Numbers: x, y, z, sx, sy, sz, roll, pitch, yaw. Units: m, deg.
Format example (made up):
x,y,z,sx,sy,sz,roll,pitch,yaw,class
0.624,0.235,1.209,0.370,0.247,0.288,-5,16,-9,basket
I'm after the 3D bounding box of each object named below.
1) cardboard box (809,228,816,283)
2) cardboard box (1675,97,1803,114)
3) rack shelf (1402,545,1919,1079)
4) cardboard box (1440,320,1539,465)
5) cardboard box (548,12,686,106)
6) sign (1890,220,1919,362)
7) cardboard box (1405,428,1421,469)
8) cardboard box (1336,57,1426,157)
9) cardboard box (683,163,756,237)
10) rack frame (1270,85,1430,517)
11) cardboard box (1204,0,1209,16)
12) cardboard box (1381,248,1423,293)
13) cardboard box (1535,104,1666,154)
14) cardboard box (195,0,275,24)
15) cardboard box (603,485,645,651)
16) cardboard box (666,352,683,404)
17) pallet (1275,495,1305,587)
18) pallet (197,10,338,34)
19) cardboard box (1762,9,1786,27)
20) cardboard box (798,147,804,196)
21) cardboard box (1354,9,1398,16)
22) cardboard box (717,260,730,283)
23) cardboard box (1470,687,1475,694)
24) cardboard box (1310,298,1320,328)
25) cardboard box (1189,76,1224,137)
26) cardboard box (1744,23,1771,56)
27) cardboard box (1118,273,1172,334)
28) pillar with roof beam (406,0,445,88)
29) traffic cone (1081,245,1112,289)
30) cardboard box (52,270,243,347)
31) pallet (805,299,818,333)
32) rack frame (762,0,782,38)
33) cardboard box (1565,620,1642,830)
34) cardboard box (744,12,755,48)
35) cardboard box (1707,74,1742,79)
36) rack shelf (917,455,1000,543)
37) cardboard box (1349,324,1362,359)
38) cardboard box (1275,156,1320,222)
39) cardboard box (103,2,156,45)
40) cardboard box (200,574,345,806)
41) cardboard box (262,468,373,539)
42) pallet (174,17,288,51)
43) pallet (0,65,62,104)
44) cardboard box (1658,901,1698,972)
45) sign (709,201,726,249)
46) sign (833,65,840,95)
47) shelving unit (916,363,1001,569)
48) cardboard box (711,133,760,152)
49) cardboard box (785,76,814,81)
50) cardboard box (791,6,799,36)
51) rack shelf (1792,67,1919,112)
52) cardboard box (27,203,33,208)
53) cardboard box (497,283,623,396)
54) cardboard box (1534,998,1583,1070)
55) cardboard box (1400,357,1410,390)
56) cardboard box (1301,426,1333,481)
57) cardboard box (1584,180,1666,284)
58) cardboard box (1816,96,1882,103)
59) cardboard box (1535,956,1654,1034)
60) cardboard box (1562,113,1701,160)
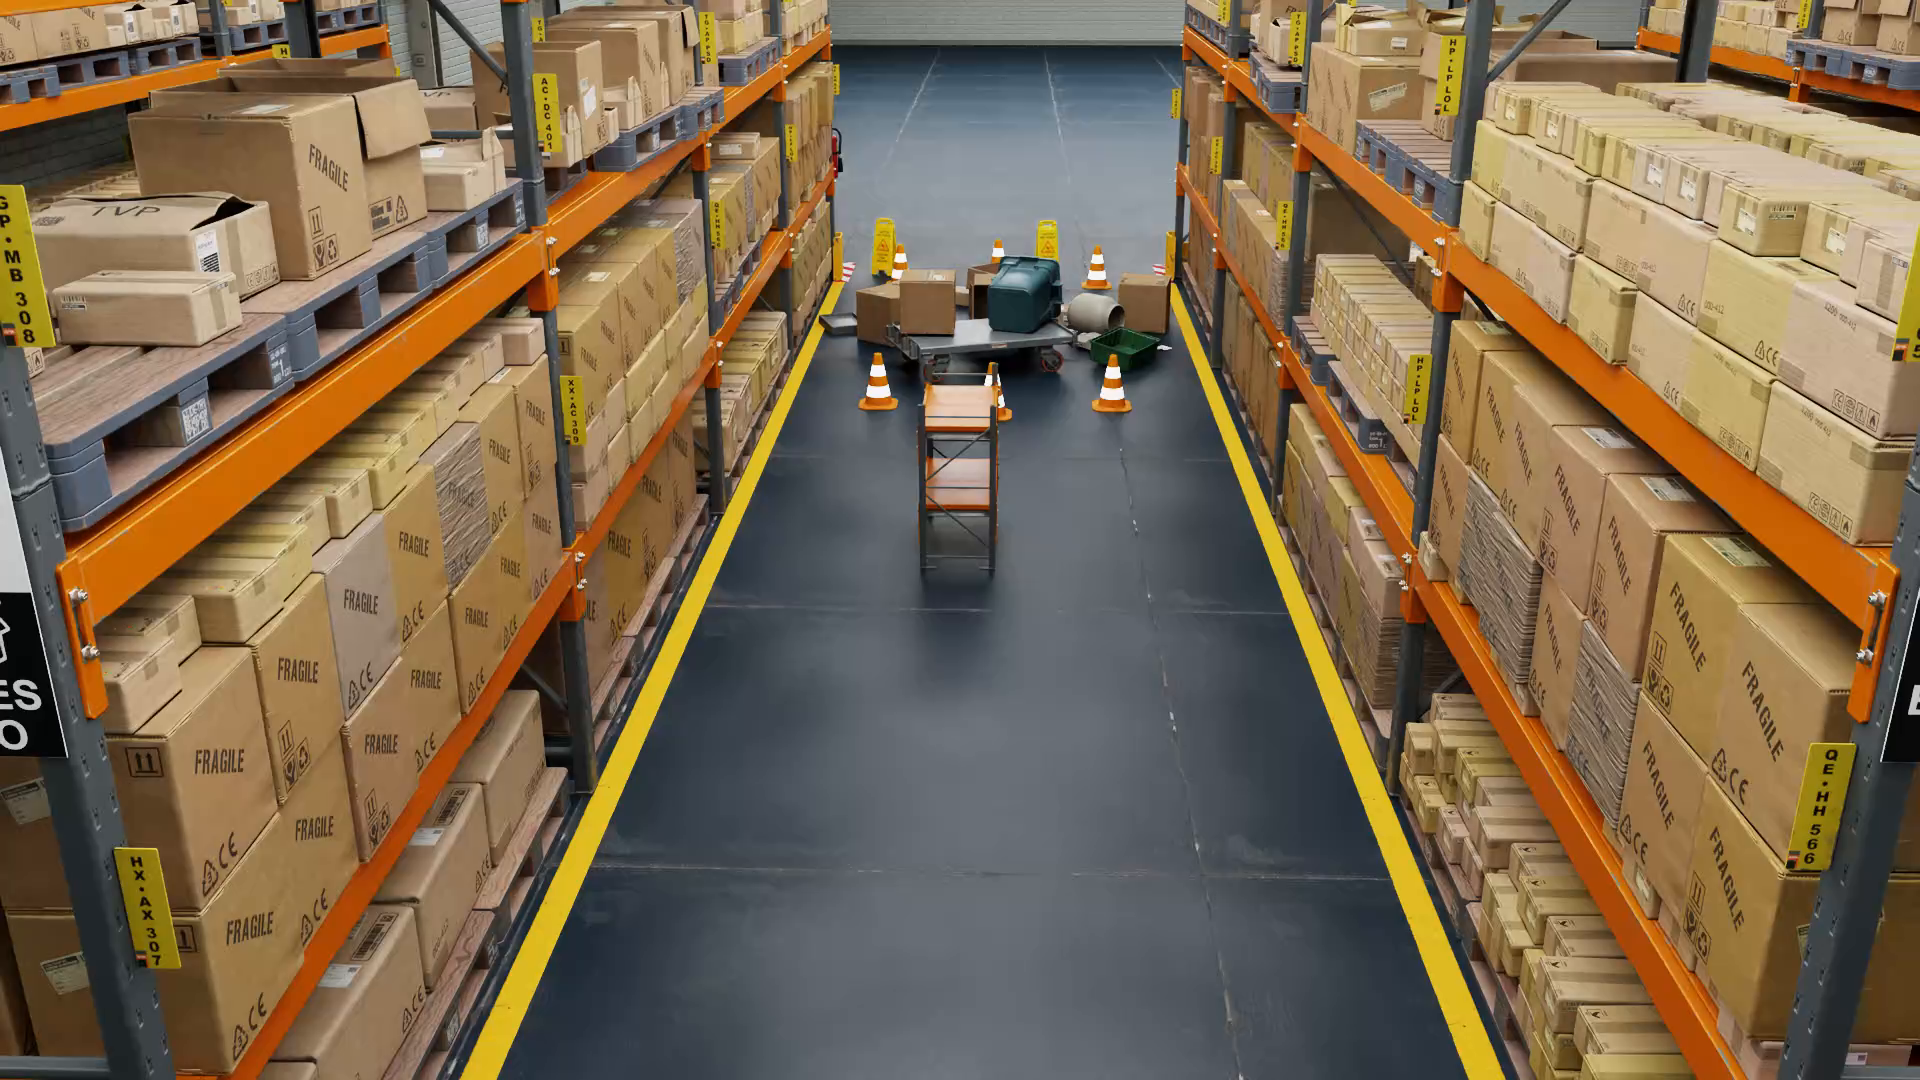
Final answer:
x,y,z,sx,sy,sz,roll,pitch,yaw,class
-1.767,-2.904,17.050,0.500,0.500,0.500,2,21,4,cardboard box
2.931,-1.585,6.286,0.380,0.149,0.250,1,21,2,cardboard box
2.569,0.920,6.005,1.077,0.370,4.000,1,21,2,rack shelf
2.373,-0.629,7.072,0.500,0.500,0.500,1,21,3,cardboard box
-2.039,-2.883,9.947,0.700,0.500,0.500,0,21,-1,cardboard box
1.954,-0.516,3.343,0.100,0.325,0.005,1,21,2,sign
2.452,-0.457,8.326,0.380,0.149,0.250,1,21,2,cardboard box
2.450,-2.464,9.448,0.500,0.500,0.500,1,21,2,cardboard box
-1.913,-2.705,13.224,0.500,0.500,0.500,0,21,0,cardboard box
2.752,-1.584,11.466,1.000,3.000,0.127,1,21,2,rack frame
2.611,-5.241,16.373,0.380,0.149,0.250,1,21,1,cardboard box
3.035,-1.790,11.858,0.500,0.500,0.500,1,21,2,cardboard box
2.333,-1.500,6.067,0.380,0.149,0.250,0,21,0,cardboard box
-6.770,-4.999,15.524,0.500,0.311,0.500,1,21,3,cardboard box
-2.362,0.087,9.515,0.875,0.875,0.875,1,21,3,cardboard box
-1.986,-0.980,10.115,0.500,0.250,0.500,0,21,1,cardboard box
2.727,-0.002,11.242,1.003,0.211,1.213,1,21,2,pallet
-6.999,-5.208,16.779,1.003,0.211,1.213,1,21,2,pallet
7.570,-4.762,15.164,0.380,0.149,0.250,0,21,-1,cardboard box
-1.793,-3.572,16.038,0.500,0.500,0.500,1,21,1,cardboard box
3.025,-3.810,12.459,0.500,0.311,0.500,0,21,1,cardboard box
-1.907,-1.997,12.295,0.380,0.149,0.250,-1,21,-2,cardboard box
2.918,0.567,8.796,0.500,0.500,0.500,1,21,4,cardboard box
2.537,-1.504,11.024,0.380,0.149,0.250,0,21,1,cardboard box
2.868,-4.516,17.320,0.875,0.550,0.550,1,21,2,cardboard box
7.607,-4.625,15.362,0.500,0.250,0.500,1,21,3,cardboard box
1.895,-2.439,17.121,0.500,0.500,0.500,4,22,11,cardboard box
-3.354,-9.225,22.865,9.100,9.000,0.400,1,21,2,pillar with roof beam
1.560,-3.118,18.925,0.336,0.463,0.334,1,21,2,traffic cone
-2.179,-0.624,4.473,0.380,0.149,0.250,1,21,4,cardboard box
-2.058,-2.434,17.510,1.003,0.211,1.213,1,21,2,pallet
-2.077,-5.845,14.154,1.000,3.000,0.127,1,21,2,rack frame
2.292,0.588,5.318,0.500,0.500,0.500,1,21,2,cardboard box
-1.971,-4.177,13.628,0.500,0.250,0.500,1,21,2,cardboard box
7.625,-4.480,16.997,0.500,0.500,0.500,1,21,2,cardboard box
0.000,-0.294,11.408,0.538,0.278,1.000,1,21,2,rack shelf
2.499,-1.164,9.737,0.380,0.149,0.250,0,21,1,cardboard box
2.803,-2.628,12.634,0.700,0.500,0.500,0,21,1,cardboard box
-6.841,-4.159,13.359,0.500,0.311,0.500,0,21,0,cardboard box
-2.134,0.420,4.779,0.500,0.500,0.500,0,21,0,cardboard box
-2.101,-0.119,5.272,0.380,0.149,0.250,1,21,2,cardboard box
-7.039,-4.768,15.646,1.003,0.211,1.213,1,21,2,pallet
-7.229,-3.212,11.776,1.213,0.211,1.003,2,21,4,pallet
2.274,1.124,4.833,0.380,0.149,0.250,0,21,1,cardboard box
-1.644,-2.137,11.290,0.100,0.325,0.005,1,21,2,sign
-1.401,-5.169,18.666,0.100,0.325,0.005,1,21,2,sign
0.000,-0.522,11.319,0.538,1.125,1.048,1,21,2,shelving unit
-1.873,-3.313,13.895,0.380,0.149,0.250,0,21,0,cardboard box
-1.842,-4.412,16.821,0.700,0.500,0.500,1,21,1,cardboard box
-1.784,-4.858,15.553,0.500,0.250,0.500,0,21,1,cardboard box
7.767,-3.280,12.682,1.077,0.370,4.000,1,21,2,rack shelf
-7.364,-2.496,12.781,0.380,0.149,0.250,1,21,1,cardboard box
-2.032,-1.009,8.462,0.500,0.500,0.500,1,21,1,cardboard box
2.256,1.733,5.864,0.380,0.149,0.250,1,21,2,cardboard box
2.464,-0.832,8.471,0.380,0.149,0.250,0,21,0,cardboard box
2.474,-0.534,10.598,0.500,0.250,0.500,0,21,1,cardboard box
2.328,-0.975,5.265,0.500,0.250,0.500,0,21,-1,cardboard box
8.096,-3.751,15.118,0.500,0.500,0.500,1,21,2,cardboard box
2.241,1.594,5.812,0.380,0.149,0.250,1,21,4,cardboard box
2.346,-1.407,5.826,0.380,0.149,0.250,0,21,0,cardboard box
